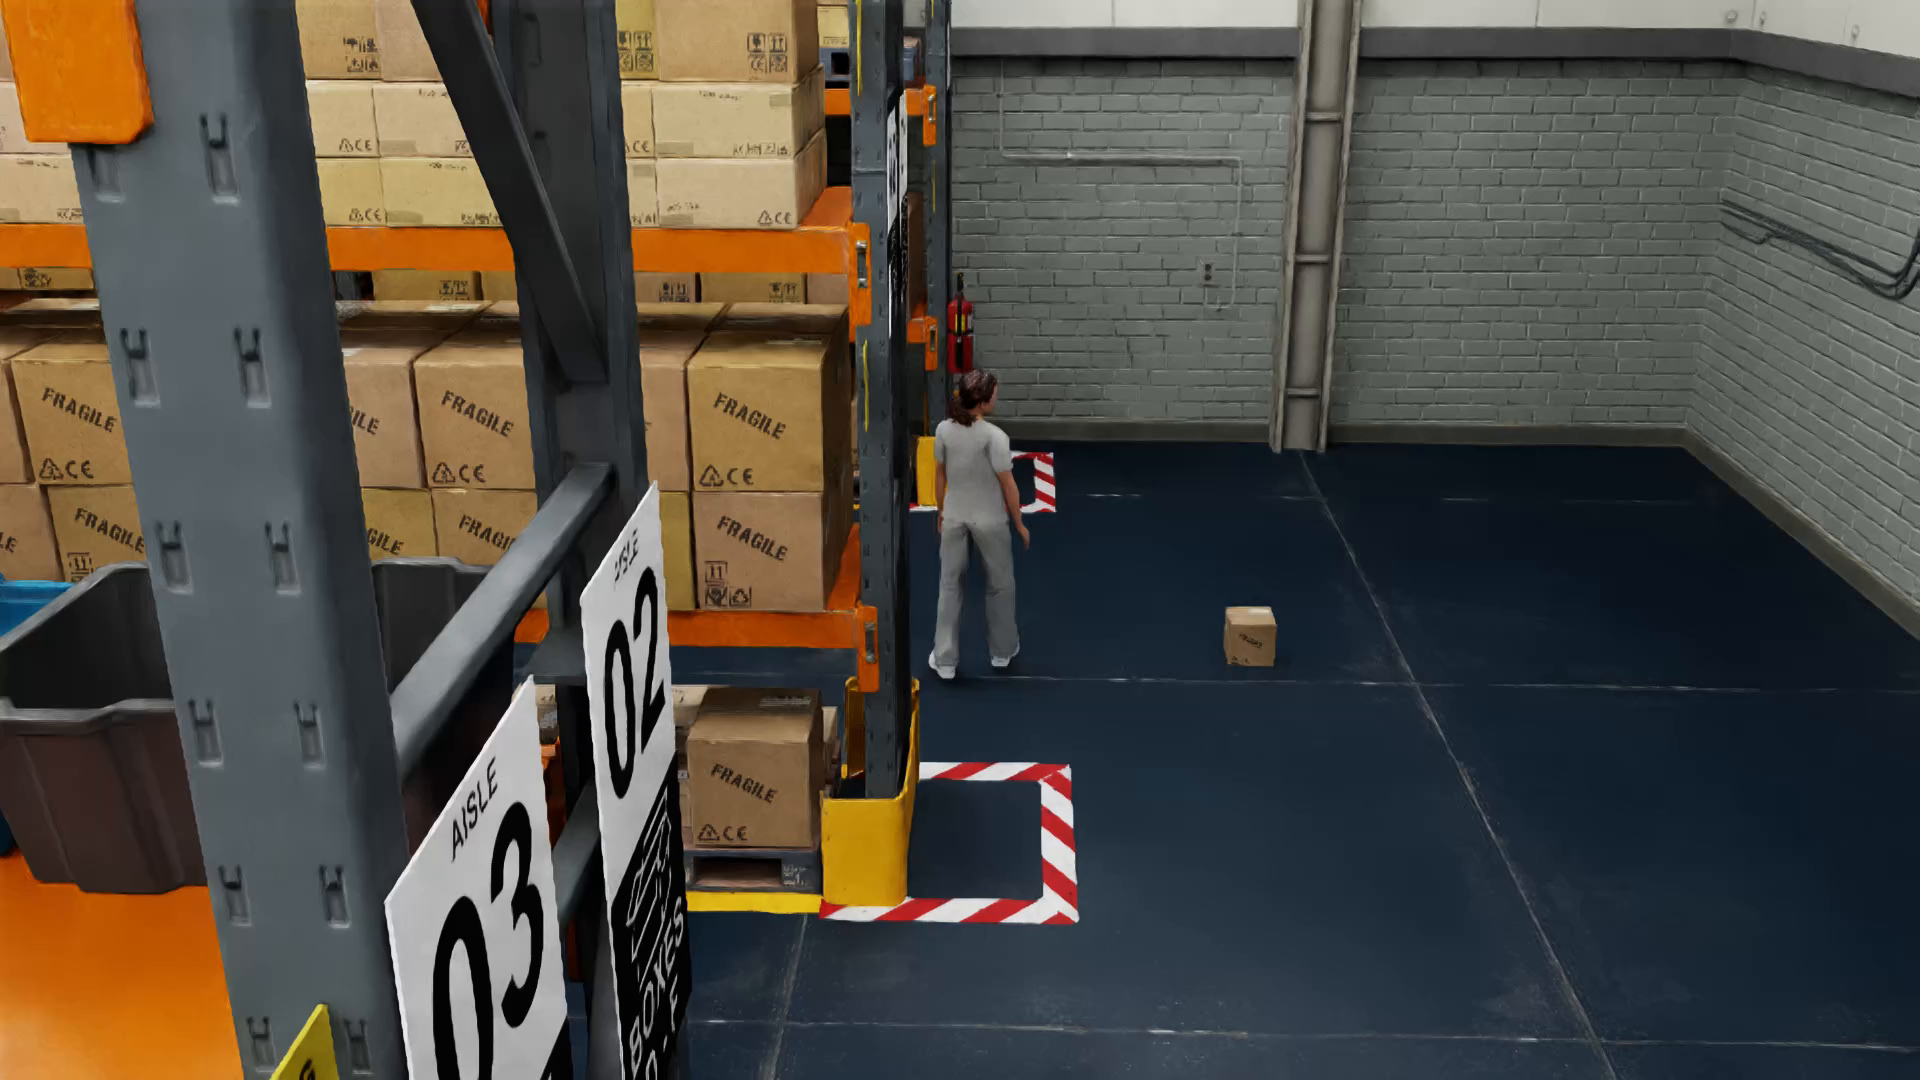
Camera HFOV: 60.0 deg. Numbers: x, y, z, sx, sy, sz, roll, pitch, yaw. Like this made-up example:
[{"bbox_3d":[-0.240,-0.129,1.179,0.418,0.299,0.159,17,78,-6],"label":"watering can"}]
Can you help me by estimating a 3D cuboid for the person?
[{"bbox_3d":[0.116,-0.102,8.785,0.561,1.668,0.574,9,23,23],"label":"person"}]
